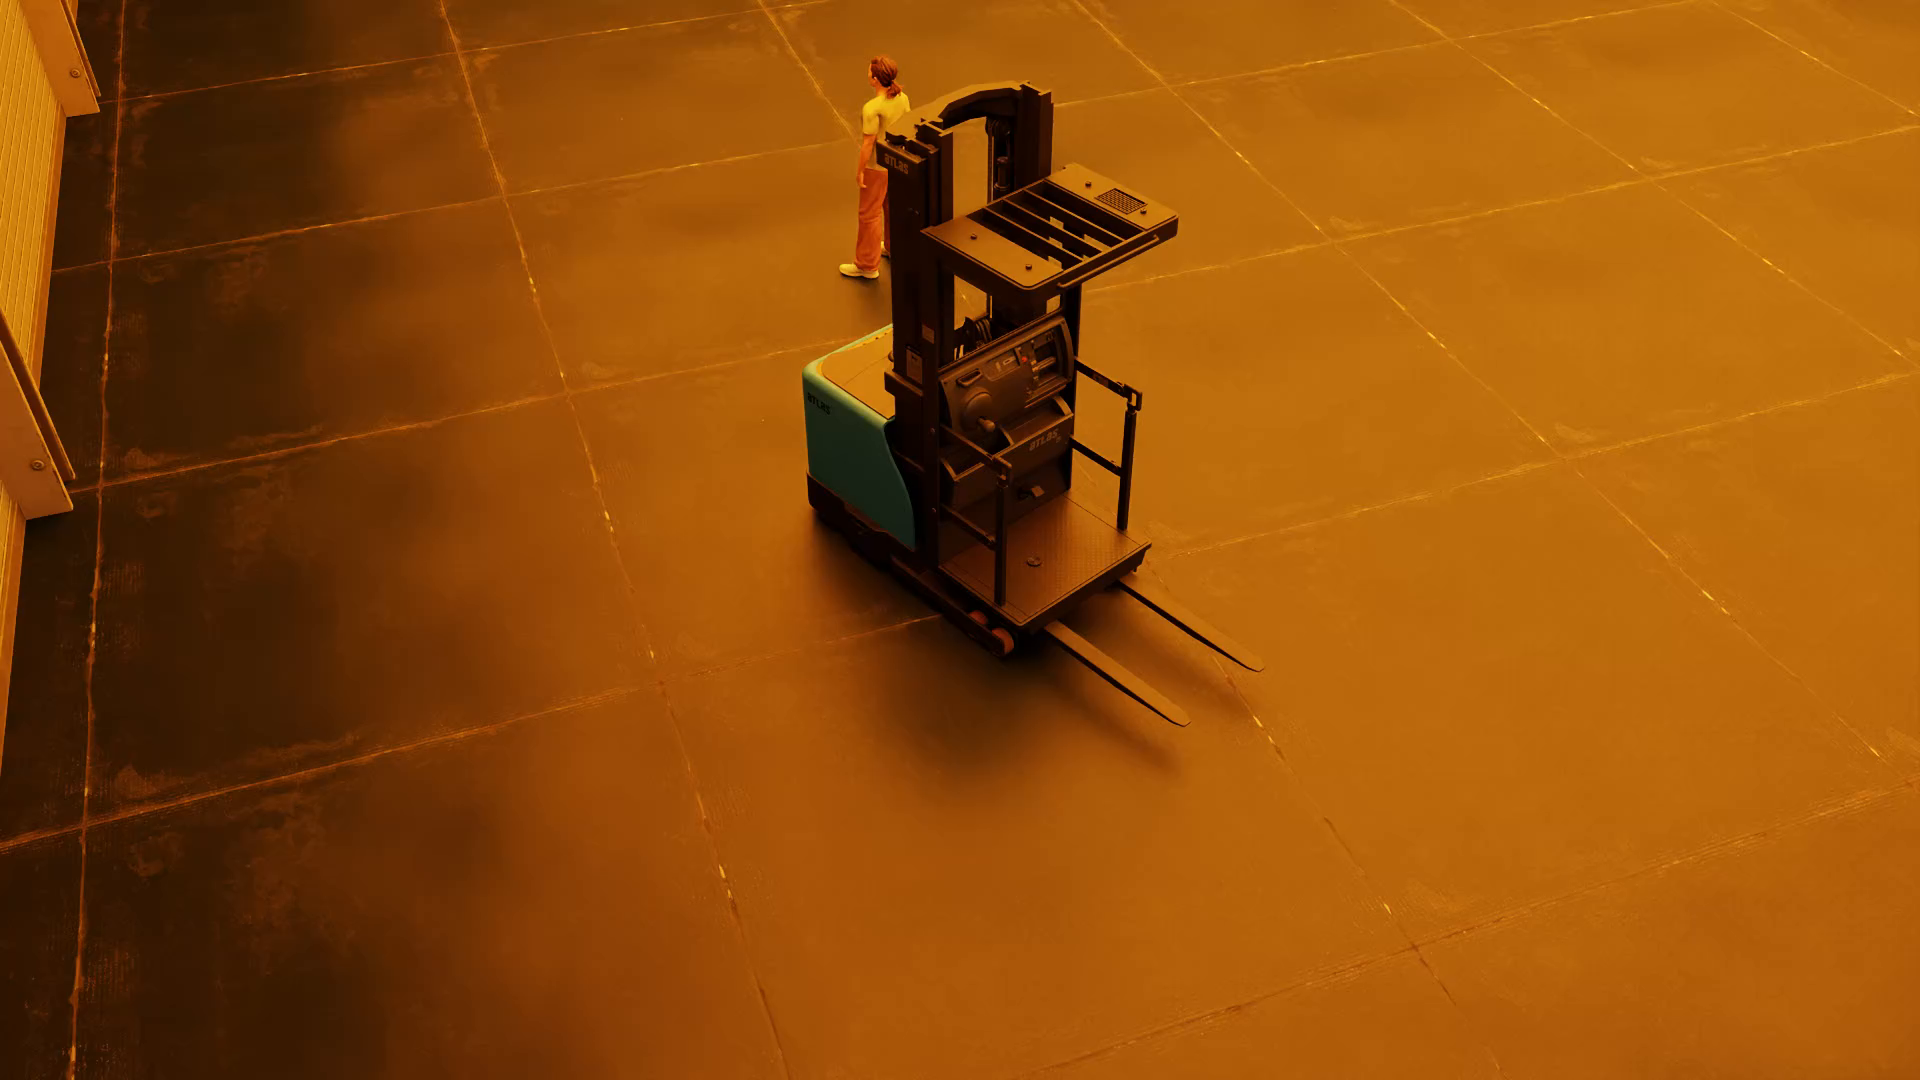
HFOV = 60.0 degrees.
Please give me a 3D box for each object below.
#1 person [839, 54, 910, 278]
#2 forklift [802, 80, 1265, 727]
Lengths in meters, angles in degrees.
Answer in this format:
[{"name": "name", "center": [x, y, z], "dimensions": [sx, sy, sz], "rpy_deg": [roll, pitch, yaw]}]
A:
[{"name": "person", "center": [-0.602, -2.760, 12.261], "dimensions": [0.401, 1.674, 0.591], "rpy_deg": [24, 46, 26]}, {"name": "forklift", "center": [0.409, -0.833, 8.988], "dimensions": [1.130, 2.935, 3.031], "rpy_deg": [-30, 49, -31]}]
